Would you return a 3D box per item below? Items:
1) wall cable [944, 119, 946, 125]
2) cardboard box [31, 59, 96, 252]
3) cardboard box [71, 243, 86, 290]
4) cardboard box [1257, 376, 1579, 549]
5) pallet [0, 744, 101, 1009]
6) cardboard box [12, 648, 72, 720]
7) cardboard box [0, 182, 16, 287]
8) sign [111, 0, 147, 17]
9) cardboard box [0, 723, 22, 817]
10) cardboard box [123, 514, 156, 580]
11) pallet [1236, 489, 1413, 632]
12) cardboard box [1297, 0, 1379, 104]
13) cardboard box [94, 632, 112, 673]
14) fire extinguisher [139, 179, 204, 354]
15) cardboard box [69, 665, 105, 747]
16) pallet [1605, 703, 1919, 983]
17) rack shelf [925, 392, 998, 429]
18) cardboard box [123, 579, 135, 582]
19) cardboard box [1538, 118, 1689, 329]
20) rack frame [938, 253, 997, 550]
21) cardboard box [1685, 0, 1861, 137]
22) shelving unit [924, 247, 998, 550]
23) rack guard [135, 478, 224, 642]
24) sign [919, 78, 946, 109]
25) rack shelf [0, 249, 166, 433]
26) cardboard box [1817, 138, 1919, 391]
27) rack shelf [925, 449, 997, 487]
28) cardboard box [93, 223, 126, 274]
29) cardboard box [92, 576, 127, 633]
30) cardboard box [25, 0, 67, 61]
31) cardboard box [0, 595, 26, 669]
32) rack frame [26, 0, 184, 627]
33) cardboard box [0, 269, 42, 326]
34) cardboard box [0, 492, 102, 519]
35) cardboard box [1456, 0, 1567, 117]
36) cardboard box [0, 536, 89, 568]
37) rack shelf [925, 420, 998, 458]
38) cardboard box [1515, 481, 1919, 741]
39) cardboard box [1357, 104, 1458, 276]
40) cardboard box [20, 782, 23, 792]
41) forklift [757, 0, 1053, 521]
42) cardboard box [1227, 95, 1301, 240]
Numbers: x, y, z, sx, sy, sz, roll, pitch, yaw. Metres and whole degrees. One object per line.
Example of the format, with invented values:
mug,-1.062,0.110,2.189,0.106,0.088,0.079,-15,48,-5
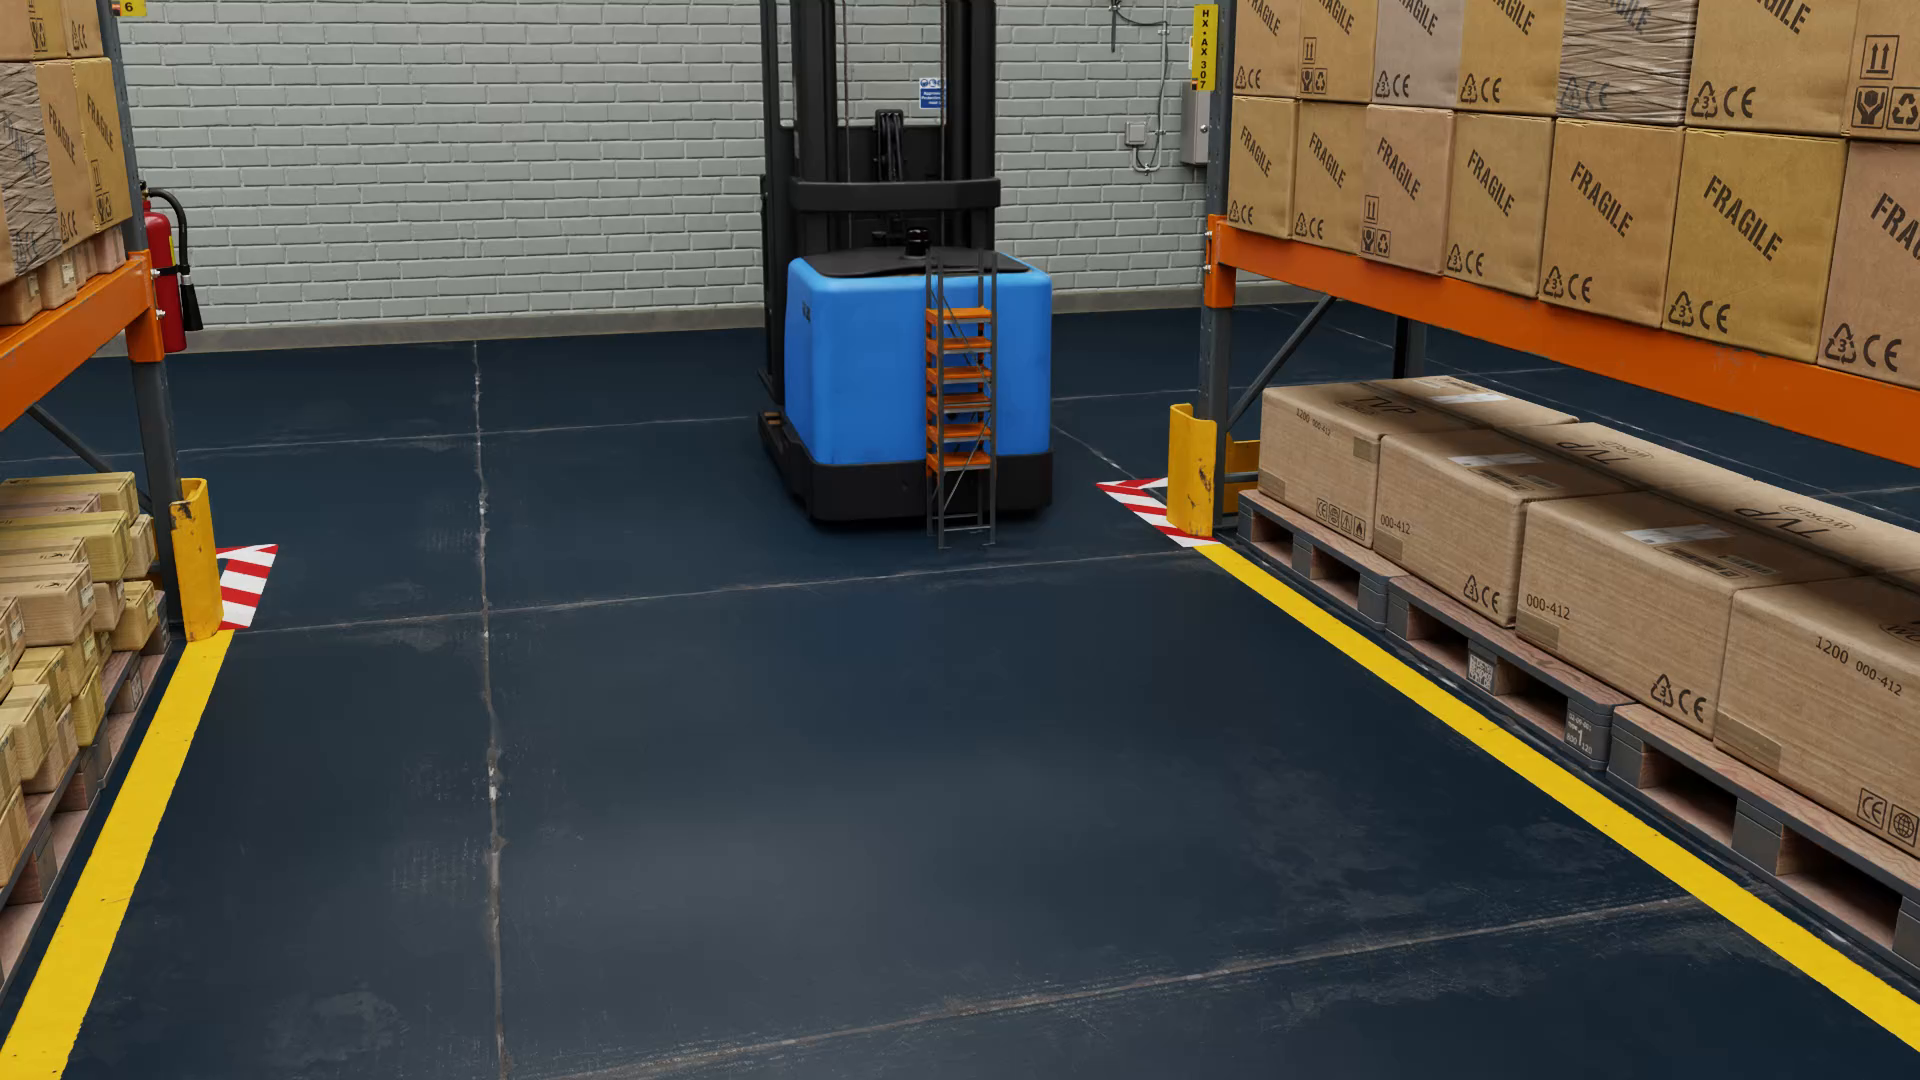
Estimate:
wall cable,-0.072,-3.590,11.868,0.585,1.953,0.123,-5,17,-15
cardboard box,-2.725,-1.054,4.557,0.500,0.500,0.500,-5,17,-16
cardboard box,-2.755,-0.783,4.781,0.380,0.149,0.250,-5,17,-16
cardboard box,1.777,-0.330,6.559,0.875,0.438,0.875,-5,18,-17
pallet,-2.690,0.810,3.889,1.003,0.211,1.213,-5,17,-15
cardboard box,-2.461,0.393,4.140,0.380,0.149,0.250,-4,17,-12
cardboard box,-2.449,-0.776,3.631,0.500,0.500,0.500,-4,17,-12
sign,-2.693,-1.855,5.352,0.100,0.325,0.005,-5,17,-15
cardboard box,-2.315,0.537,3.660,0.380,0.149,0.250,-5,17,-16
cardboard box,-2.813,0.034,5.332,0.380,0.149,0.250,-5,17,-17
pallet,1.795,0.020,6.517,1.003,0.211,1.213,-5,17,-15
cardboard box,1.506,-1.759,5.683,0.500,0.500,0.500,-5,17,-17
cardboard box,-2.729,0.326,4.880,0.380,0.149,0.250,-5,17,-16
fire extinguisher,-2.858,-1.001,5.854,0.296,0.674,0.183,-5,17,-15
cardboard box,-2.518,0.458,4.438,0.380,0.149,0.250,-6,18,-18
pallet,2.465,0.695,4.271,1.003,0.211,1.213,-5,17,-15
rack shelf,0.004,-0.528,6.779,0.258,0.103,0.180,-5,17,-15
cardboard box,-2.887,0.183,5.356,0.380,0.149,0.250,-4,17,-14
cardboard box,1.927,-0.859,4.425,0.500,0.500,0.500,-5,17,-16
rack frame,0.029,-0.545,6.682,0.240,1.200,0.006,-5,17,-15
cardboard box,2.072,-1.200,3.822,0.500,0.500,0.500,-5,17,-16
shelving unit,0.004,-0.571,6.766,0.258,1.200,0.189,-5,17,-15
rack guard,-3.211,0.107,5.726,1.175,0.500,0.348,-5,17,-15
sign,-0.136,-3.231,12.023,0.327,0.218,0.001,-5,17,-15
rack shelf,-2.682,-0.213,3.698,1.077,0.370,4.000,-5,17,-15
cardboard box,2.226,-0.580,3.494,0.500,0.500,0.500,-5,17,-15
rack shelf,0.004,-0.298,6.848,0.258,0.103,0.180,-5,17,-15
cardboard box,-2.871,-0.923,5.246,0.380,0.149,0.250,-5,17,-15
cardboard box,-2.668,0.178,4.854,0.380,0.149,0.250,-5,18,-18
cardboard box,-2.728,-1.533,4.413,0.500,0.500,0.500,-5,18,-17
cardboard box,-2.532,0.259,4.068,0.380,0.149,0.250,-5,18,-17
rack frame,-3.232,-1.111,5.436,1.000,3.000,0.127,-5,17,-15
cardboard box,-2.618,-0.639,4.301,0.380,0.149,0.250,-6,18,-18
cardboard box,-2.829,-0.031,5.033,0.380,0.149,0.250,-4,17,-14
cardboard box,1.793,-1.480,4.752,0.500,0.500,0.500,-5,17,-15
cardboard box,-2.626,0.107,4.573,0.380,0.149,0.250,-5,18,-17
rack shelf,0.004,-0.413,6.813,0.258,0.103,0.180,-5,17,-15
cardboard box,2.283,0.173,4.887,0.875,0.438,0.875,-5,17,-17
cardboard box,1.644,-1.143,5.368,0.500,0.500,0.500,-5,17,-16
cardboard box,-2.465,0.611,3.928,0.380,0.149,0.250,-4,17,-14
forklift,-0.429,-1.866,8.070,1.130,2.935,3.031,-4,17,-12
cardboard box,1.355,-1.423,6.300,0.500,0.500,0.500,-5,17,-16
